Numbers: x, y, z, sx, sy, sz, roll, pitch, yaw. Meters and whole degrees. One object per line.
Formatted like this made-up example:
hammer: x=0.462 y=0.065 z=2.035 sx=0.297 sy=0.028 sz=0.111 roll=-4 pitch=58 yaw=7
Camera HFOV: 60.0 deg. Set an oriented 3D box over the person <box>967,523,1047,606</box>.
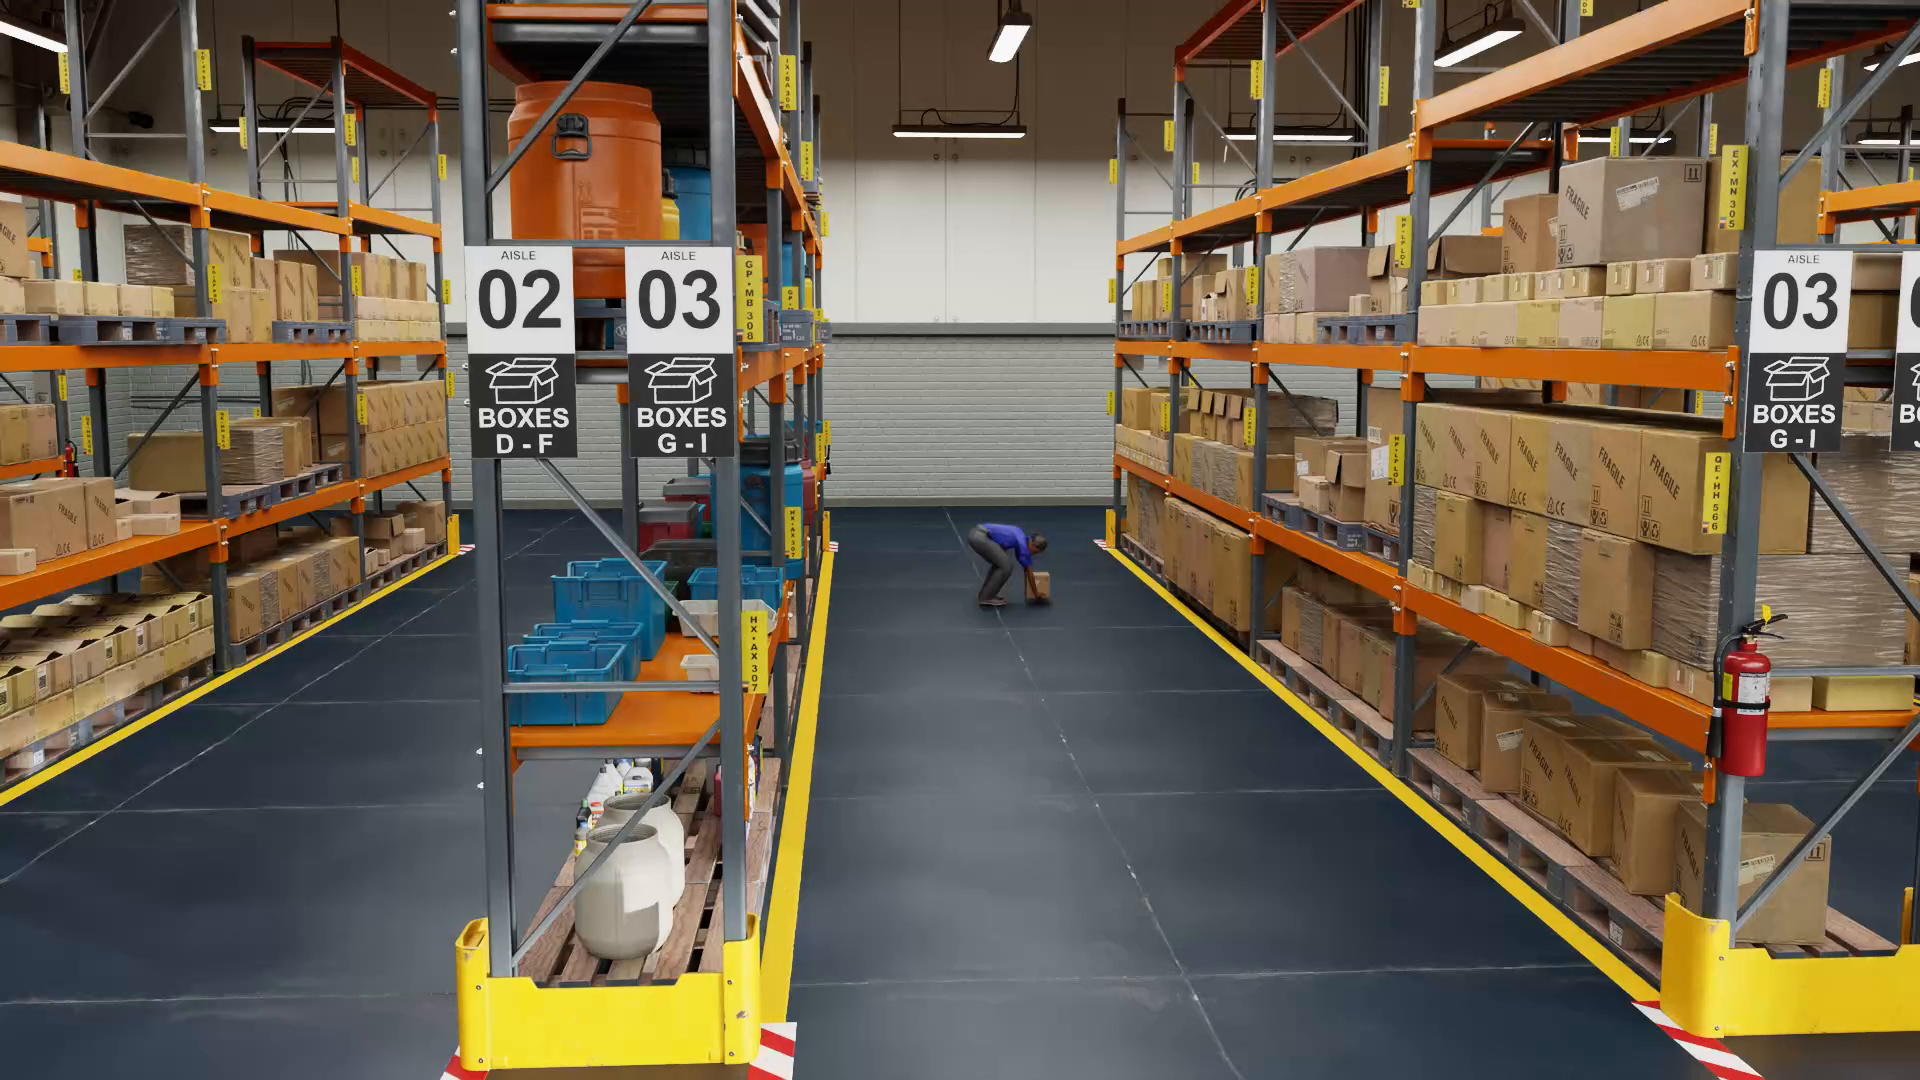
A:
person: x=0.511 y=0.253 z=17.927 sx=0.866 sy=0.877 sz=0.462 roll=-1 pitch=7 yaw=-7
